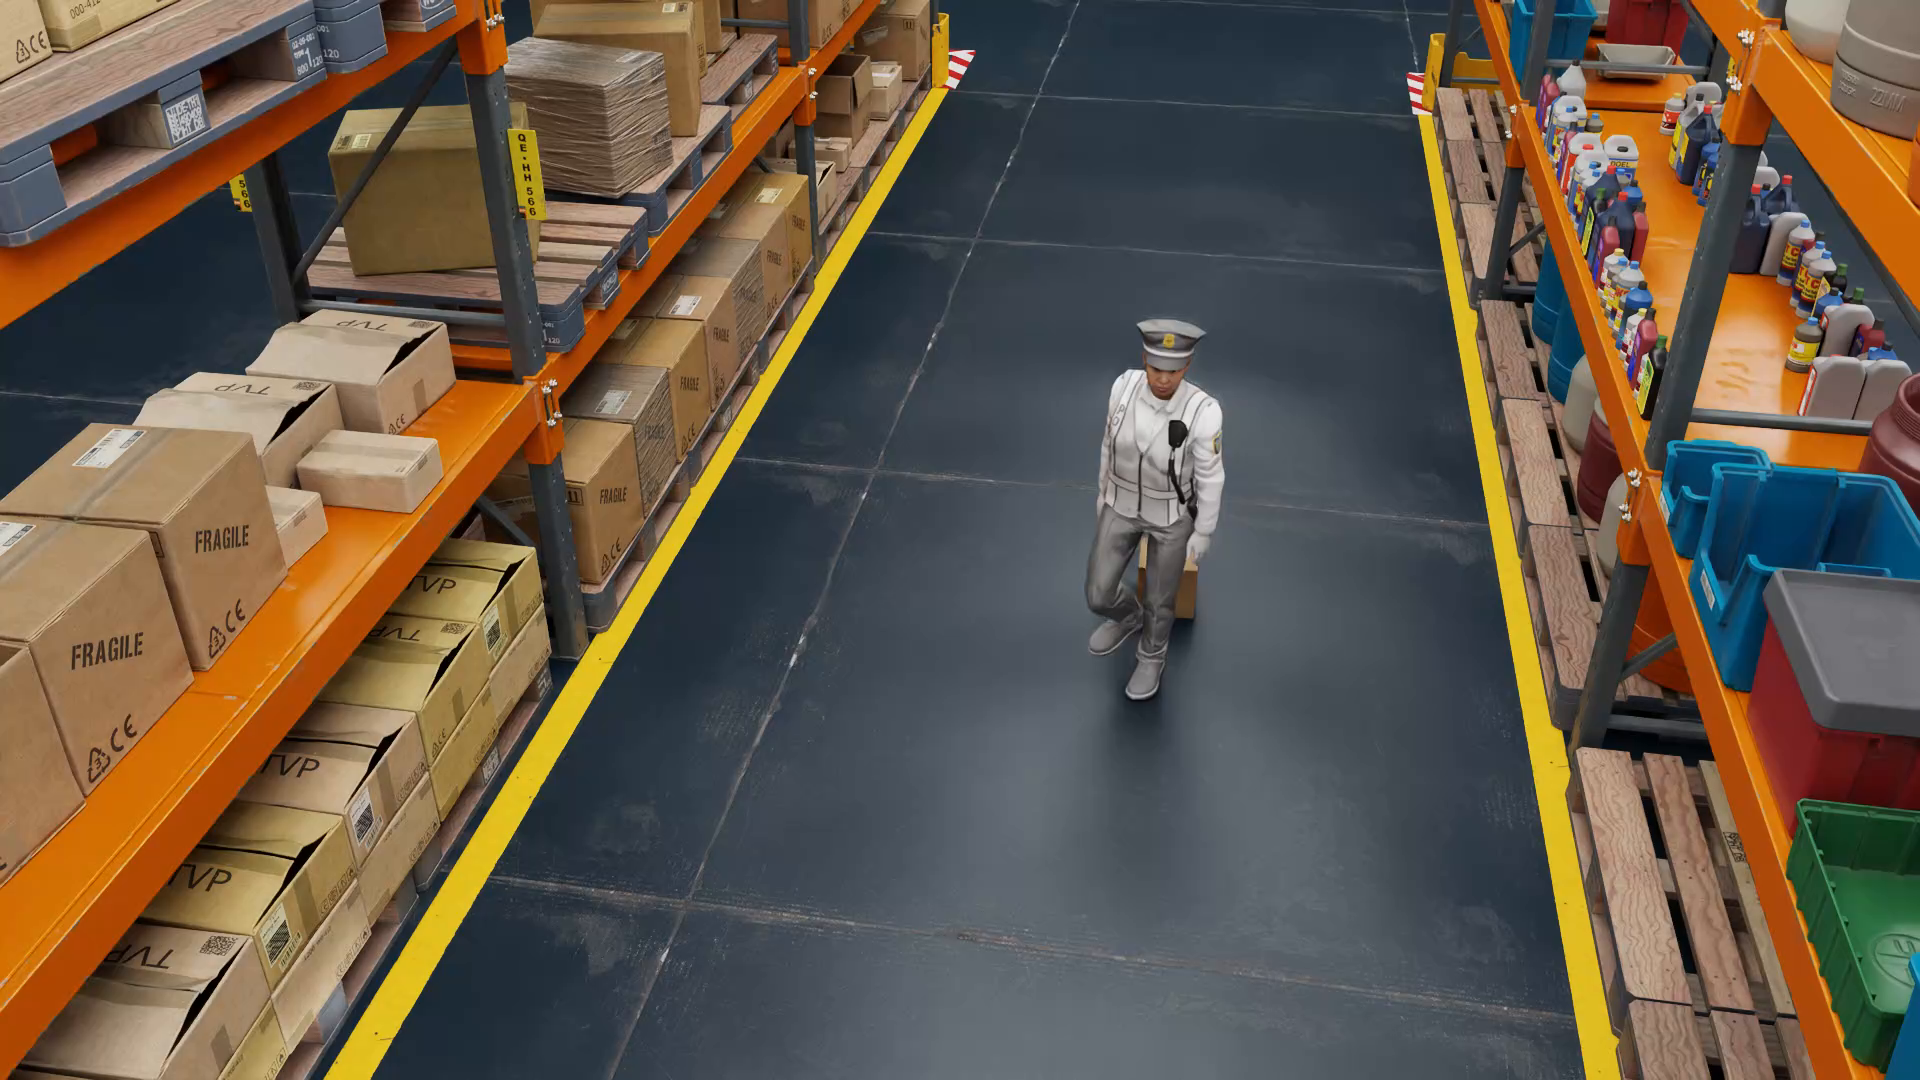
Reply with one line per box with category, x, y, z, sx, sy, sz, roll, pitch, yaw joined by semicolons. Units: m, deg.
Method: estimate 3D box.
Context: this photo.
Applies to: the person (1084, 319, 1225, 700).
person;0.737;-0.114;6.281;0.524;1.668;0.459;14;35;21
